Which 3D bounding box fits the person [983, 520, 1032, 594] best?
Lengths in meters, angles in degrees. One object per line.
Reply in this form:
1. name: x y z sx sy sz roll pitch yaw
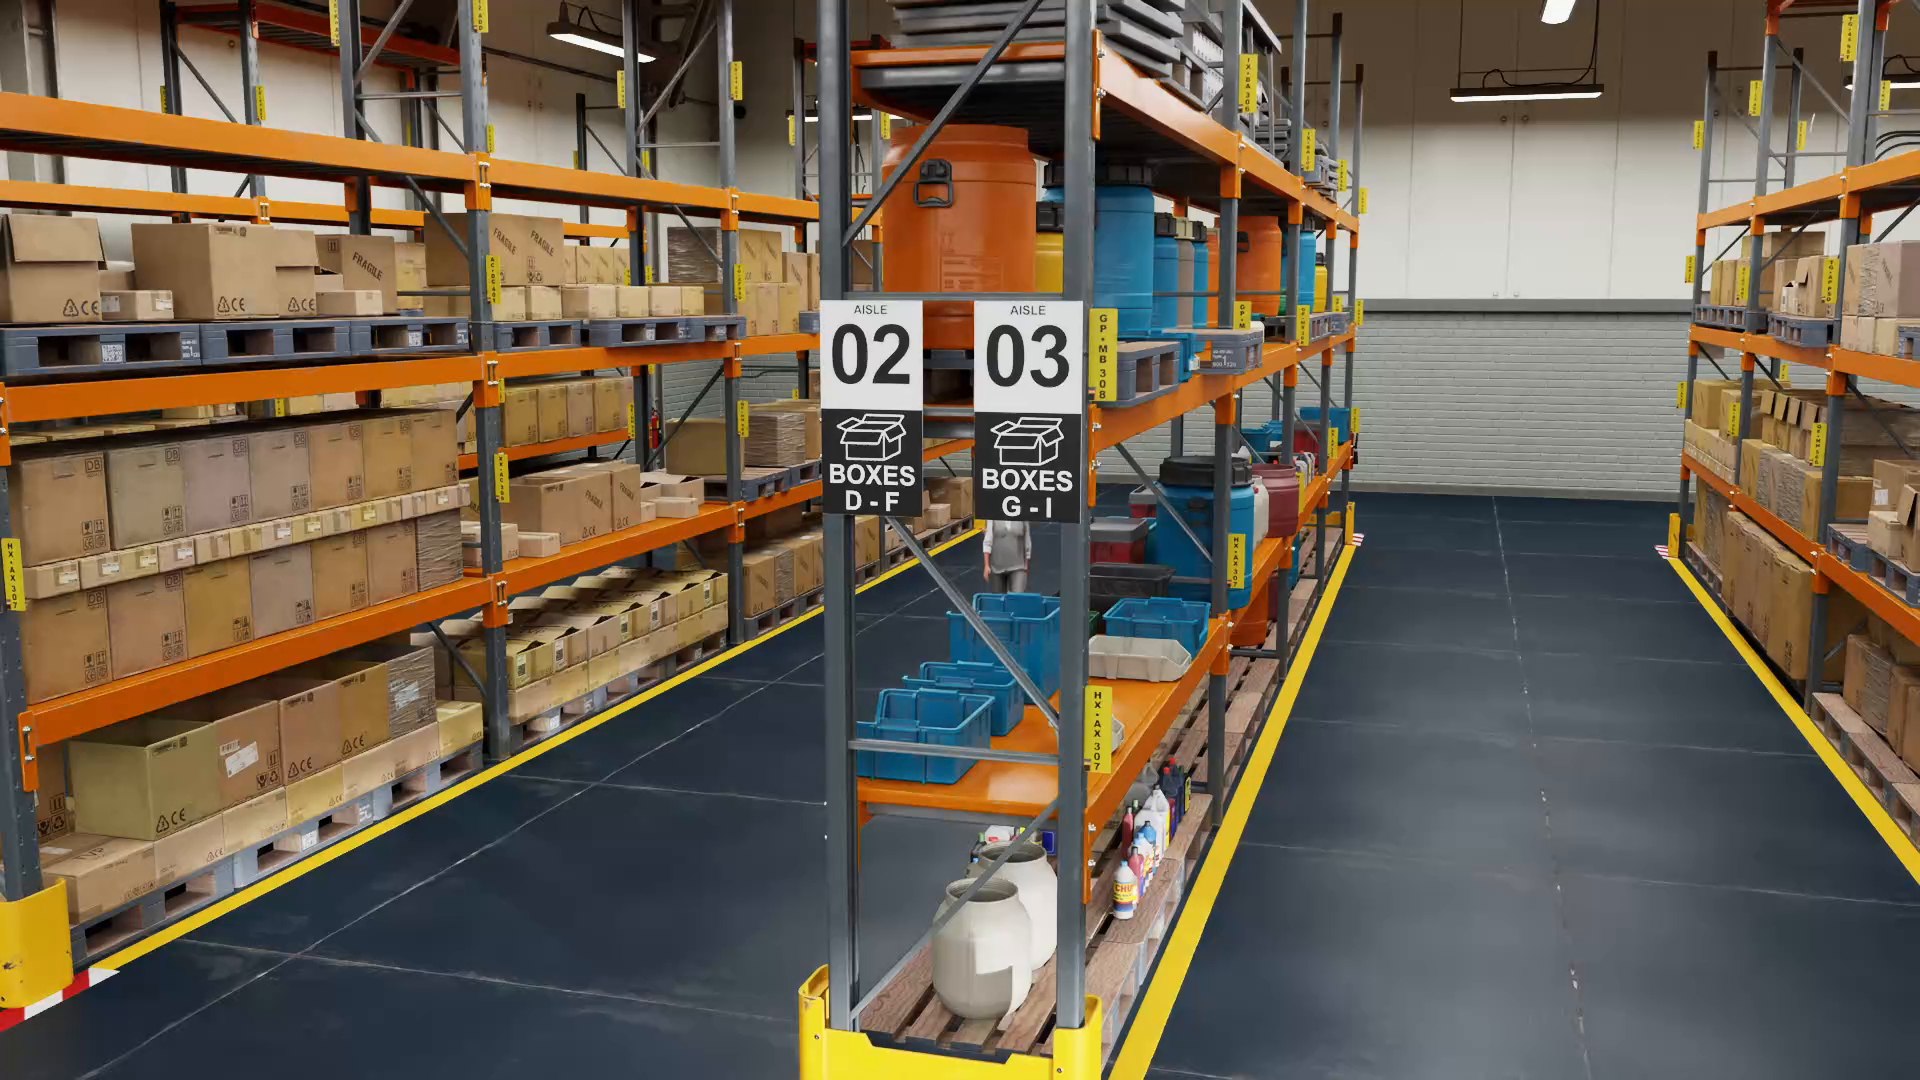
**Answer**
1. person: 0.404 0.269 14.511 0.414 1.545 0.921 1 9 6
